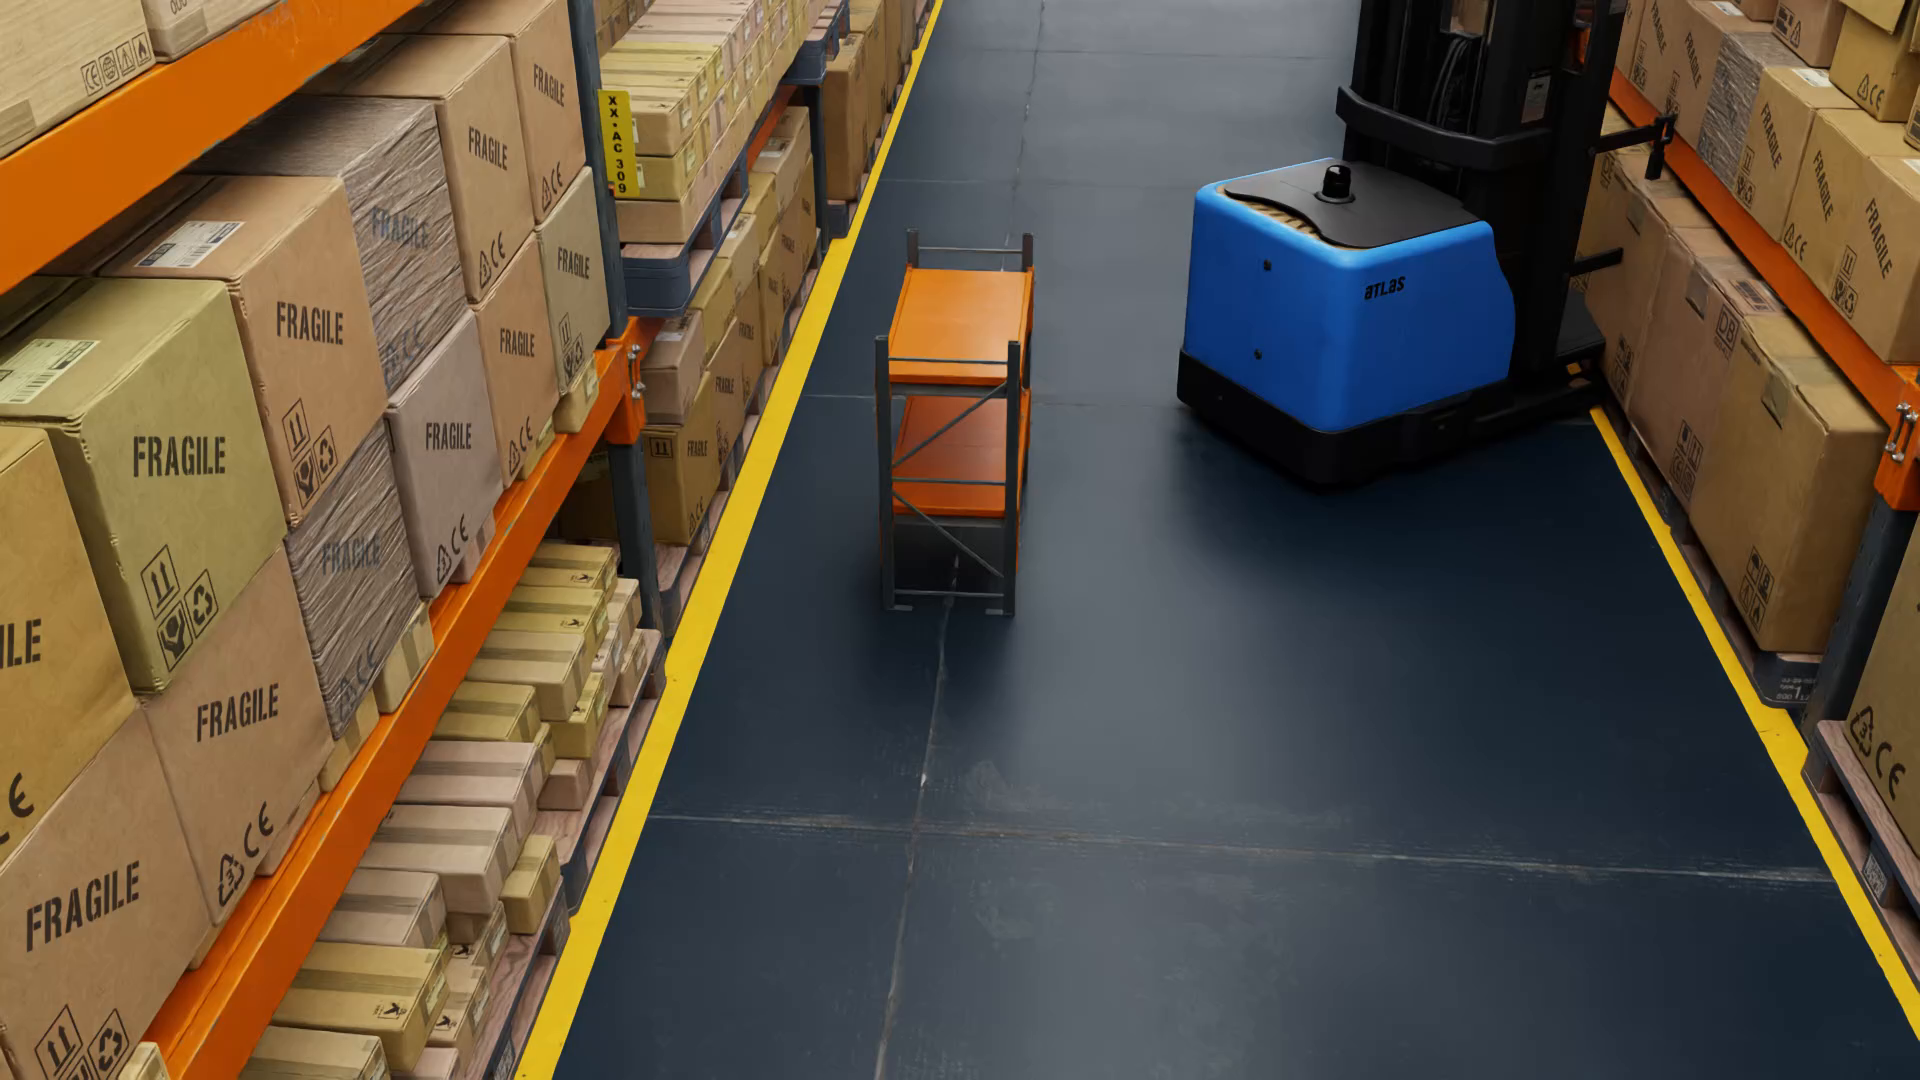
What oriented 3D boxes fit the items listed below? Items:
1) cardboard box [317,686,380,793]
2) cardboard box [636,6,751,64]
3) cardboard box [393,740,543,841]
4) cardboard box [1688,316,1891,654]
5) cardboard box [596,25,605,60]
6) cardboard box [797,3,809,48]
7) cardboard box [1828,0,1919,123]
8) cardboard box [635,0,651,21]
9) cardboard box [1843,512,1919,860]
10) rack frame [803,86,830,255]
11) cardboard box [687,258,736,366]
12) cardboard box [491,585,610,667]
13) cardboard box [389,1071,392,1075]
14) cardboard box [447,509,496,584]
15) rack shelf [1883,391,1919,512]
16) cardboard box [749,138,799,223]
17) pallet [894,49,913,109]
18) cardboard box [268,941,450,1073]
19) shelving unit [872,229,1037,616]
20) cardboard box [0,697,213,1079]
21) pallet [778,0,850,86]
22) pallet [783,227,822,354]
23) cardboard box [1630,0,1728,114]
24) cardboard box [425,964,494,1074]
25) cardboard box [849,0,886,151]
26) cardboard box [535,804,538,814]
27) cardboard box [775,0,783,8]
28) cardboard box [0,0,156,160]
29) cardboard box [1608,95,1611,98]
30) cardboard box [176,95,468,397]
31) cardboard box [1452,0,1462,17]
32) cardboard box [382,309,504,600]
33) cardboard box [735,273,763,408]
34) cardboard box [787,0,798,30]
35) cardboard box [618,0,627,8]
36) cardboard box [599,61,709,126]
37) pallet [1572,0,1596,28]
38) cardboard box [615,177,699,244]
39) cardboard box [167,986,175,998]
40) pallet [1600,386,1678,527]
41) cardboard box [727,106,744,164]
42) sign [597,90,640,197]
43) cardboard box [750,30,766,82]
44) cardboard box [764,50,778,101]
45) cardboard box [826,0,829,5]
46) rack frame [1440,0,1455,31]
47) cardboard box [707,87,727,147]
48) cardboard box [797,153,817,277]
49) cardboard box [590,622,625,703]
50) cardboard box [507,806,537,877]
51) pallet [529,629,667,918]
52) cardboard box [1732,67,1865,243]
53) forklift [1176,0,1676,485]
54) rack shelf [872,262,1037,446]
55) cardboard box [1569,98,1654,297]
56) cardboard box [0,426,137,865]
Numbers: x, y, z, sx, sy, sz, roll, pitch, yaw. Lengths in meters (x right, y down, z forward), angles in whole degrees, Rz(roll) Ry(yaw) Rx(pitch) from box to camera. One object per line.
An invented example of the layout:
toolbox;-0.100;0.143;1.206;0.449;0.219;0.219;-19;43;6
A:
cardboard box;-1.466;0.384;3.507;0.380;0.149;0.250;4;32;6
cardboard box;-0.996;-1.897;6.241;0.380;0.149;0.250;2;32;4
cardboard box;-1.363;0.682;4.535;0.380;0.149;0.250;1;32;2
cardboard box;3.397;-0.186;5.817;1.225;0.875;0.875;3;32;4
cardboard box;-1.631;-1.945;6.603;0.380;0.149;0.250;3;32;4
cardboard box;-0.893;-2.332;7.515;0.380;0.149;0.250;2;32;3
cardboard box;3.476;-1.738;5.660;0.797;0.503;0.637;3;32;5
cardboard box;-1.564;-2.343;7.248;0.380;0.149;0.250;3;32;4
cardboard box;3.232;0.491;4.719;0.875;0.875;0.875;2;32;4
rack frame;-1.244;-2.932;8.649;1.000;3.000;0.127;2;32;4
cardboard box;-1.206;-0.928;6.665;0.500;0.250;0.500;3;32;5
cardboard box;-1.321;0.273;5.198;0.380;0.149;0.250;3;32;5
cardboard box;-1.550;1.208;3.965;0.380;0.149;0.250;4;32;7
cardboard box;-1.391;-0.021;4.164;0.380;0.149;0.250;1;32;2
rack shelf;3.202;0.776;3.318;1.077;0.370;4.000;2;32;4
cardboard box;-1.069;-1.733;7.970;0.500;0.250;0.500;3;32;5
pallet;-0.906;-3.430;12.115;1.003;0.211;1.213;2;32;4
cardboard box;-1.427;1.084;3.882;0.380;0.149;0.250;3;32;5
shelving unit;-0.001;-0.475;6.449;0.538;1.125;1.048;2;32;4
cardboard box;-1.566;0.578;2.575;0.500;0.500;0.500;3;32;4
pallet;-1.196;-2.474;8.088;1.213;0.211;1.003;2;32;4
pallet;-1.309;-1.337;8.718;1.003;0.211;1.213;2;32;4
cardboard box;3.340;-2.198;7.362;0.500;0.500;0.500;2;32;3
cardboard box;-1.421;1.216;4.235;0.380;0.149;0.250;2;32;4
cardboard box;-1.037;-2.925;10.382;1.050;0.750;0.750;3;32;5
cardboard box;-1.467;0.819;4.878;0.380;0.149;0.250;2;32;3
cardboard box;-0.935;-2.306;6.904;0.380;0.149;0.250;4;32;6
cardboard box;-1.528;-0.731;2.361;0.500;0.250;0.500;1;32;2
cardboard box;3.716;-2.462;9.134;0.500;0.250;0.500;4;32;6
cardboard box;-1.431;-0.641;3.599;0.500;0.500;0.500;3;32;5
cardboard box;4.128;-4.381;12.983;0.500;0.500;0.500;13;34;19
cardboard box;-1.413;-0.214;3.859;0.500;0.500;0.500;2;32;4
cardboard box;-1.175;-0.882;7.304;0.500;0.500;0.500;3;32;5
cardboard box;-0.913;-2.315;7.203;0.380;0.149;0.250;2;32;4
cardboard box;-1.580;-2.337;6.955;0.380;0.149;0.250;3;32;5
cardboard box;-1.063;-1.498;5.594;0.380;0.149;0.250;3;32;5
pallet;3.643;-2.963;8.882;1.213;0.211;1.003;2;32;4
cardboard box;-1.079;-1.099;5.513;0.380;0.149;0.250;1;32;2
cardboard box;-1.603;0.788;2.852;0.380;0.149;0.250;4;32;6
pallet;3.450;-0.435;7.255;1.003;0.211;1.213;2;32;4
cardboard box;-1.017;-1.506;6.174;0.380;0.149;0.250;3;32;4
sign;-1.029;-1.190;4.997;0.100;0.325;0.005;2;32;4
cardboard box;-0.978;-1.912;6.549;0.380;0.149;0.250;2;32;3
cardboard box;-0.955;-1.914;6.835;0.380;0.149;0.250;1;32;2
cardboard box;-0.826;-2.727;8.155;0.380;0.149;0.250;3;32;5
rack frame;4.017;-4.759;11.614;1.000;3.000;0.127;2;32;4
cardboard box;-1.040;-1.496;5.874;0.380;0.149;0.250;3;32;5
cardboard box;-1.037;-1.692;8.618;0.500;0.500;0.500;2;32;4
cardboard box;-1.288;0.388;5.295;0.380;0.149;0.250;1;32;2
cardboard box;-1.412;0.790;4.643;0.380;0.149;0.250;3;32;5
pallet;-1.589;0.699;5.415;1.003;0.211;1.213;2;32;4
cardboard box;3.214;-1.407;6.079;0.500;0.500;0.500;2;32;3
forklift;2.530;-2.048;7.279;3.031;2.935;1.130;-18;36;-26
rack shelf;-0.001;-0.725;6.296;0.538;0.278;1.000;2;32;4
cardboard box;3.614;-1.582;8.083;1.225;0.875;0.875;1;32;2
cardboard box;-1.560;0.168;2.286;0.500;0.500;0.500;3;32;5
